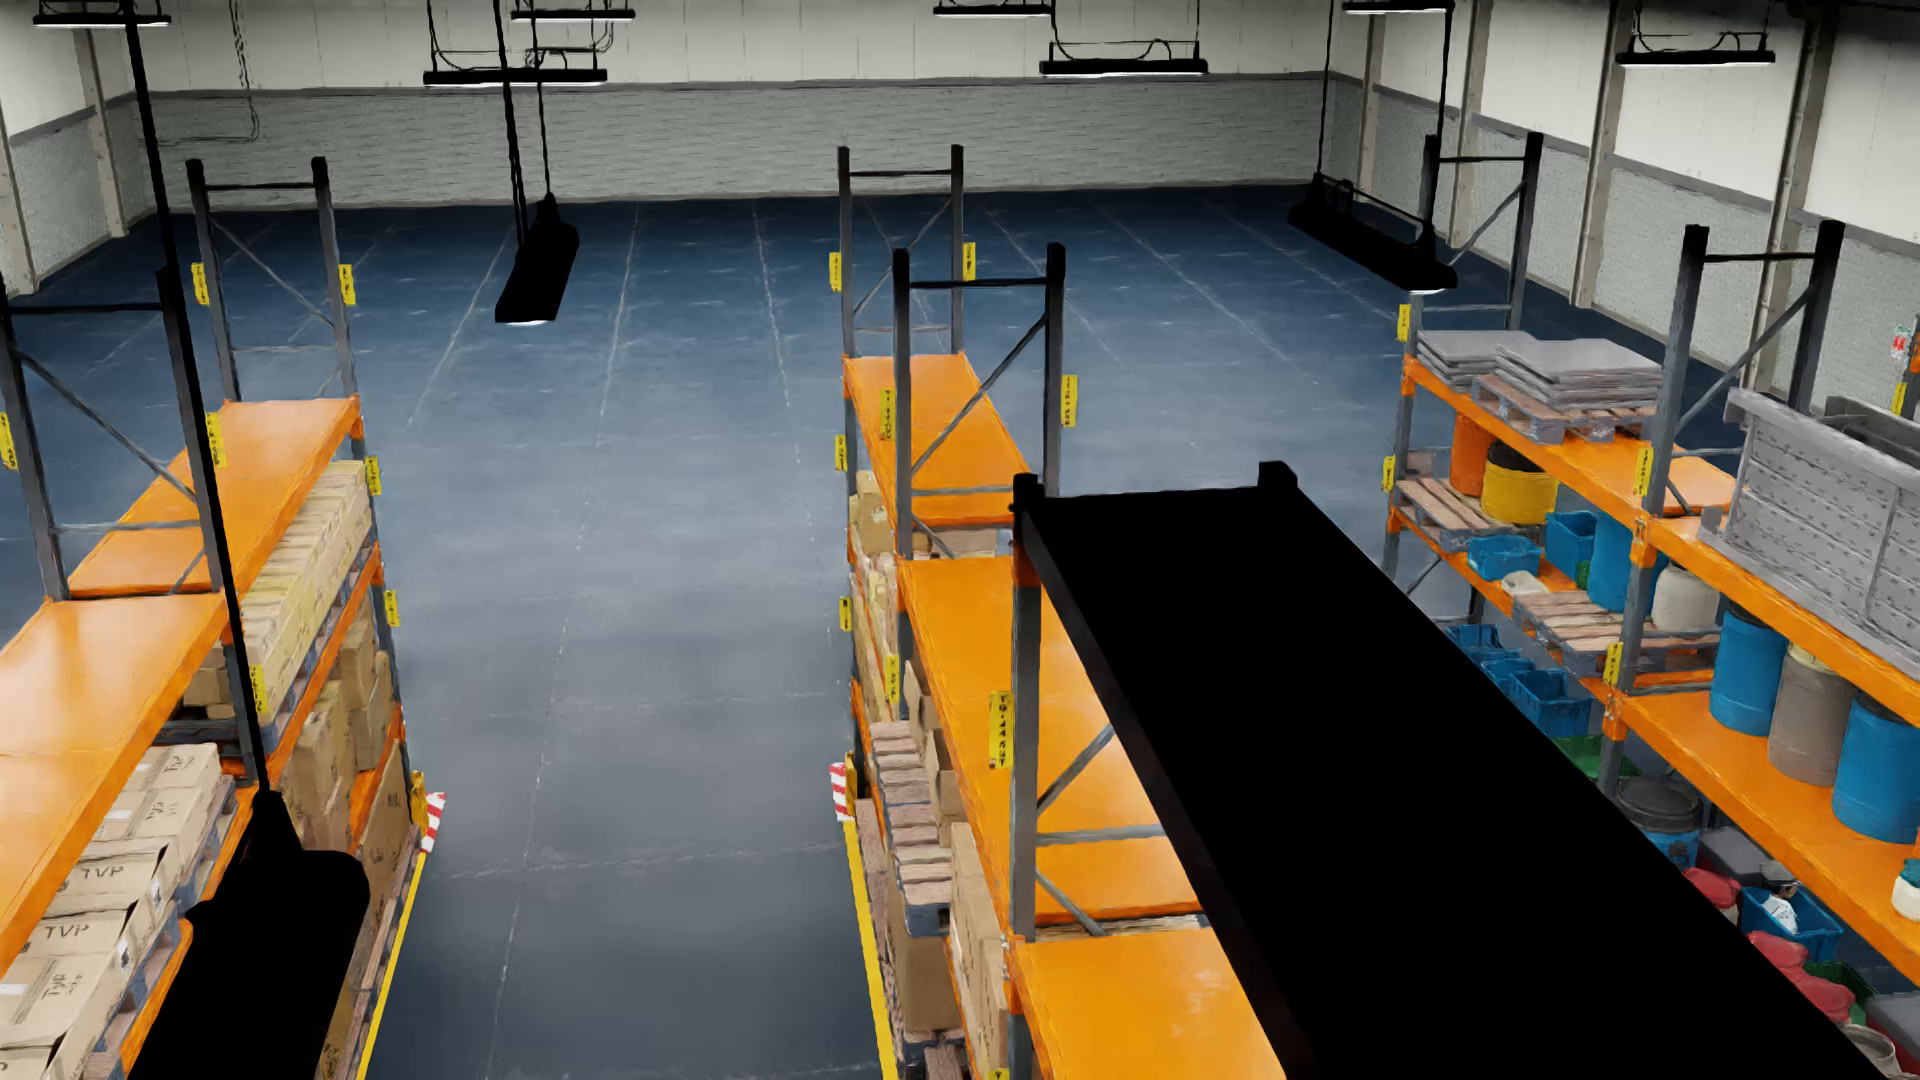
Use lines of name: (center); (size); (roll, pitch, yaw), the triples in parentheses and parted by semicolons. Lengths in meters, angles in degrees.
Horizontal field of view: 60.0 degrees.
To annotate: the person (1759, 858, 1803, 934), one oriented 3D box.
person: (5.455, 2.948, 11.392); (0.476, 1.670, 0.534); (-6, 22, -15)
